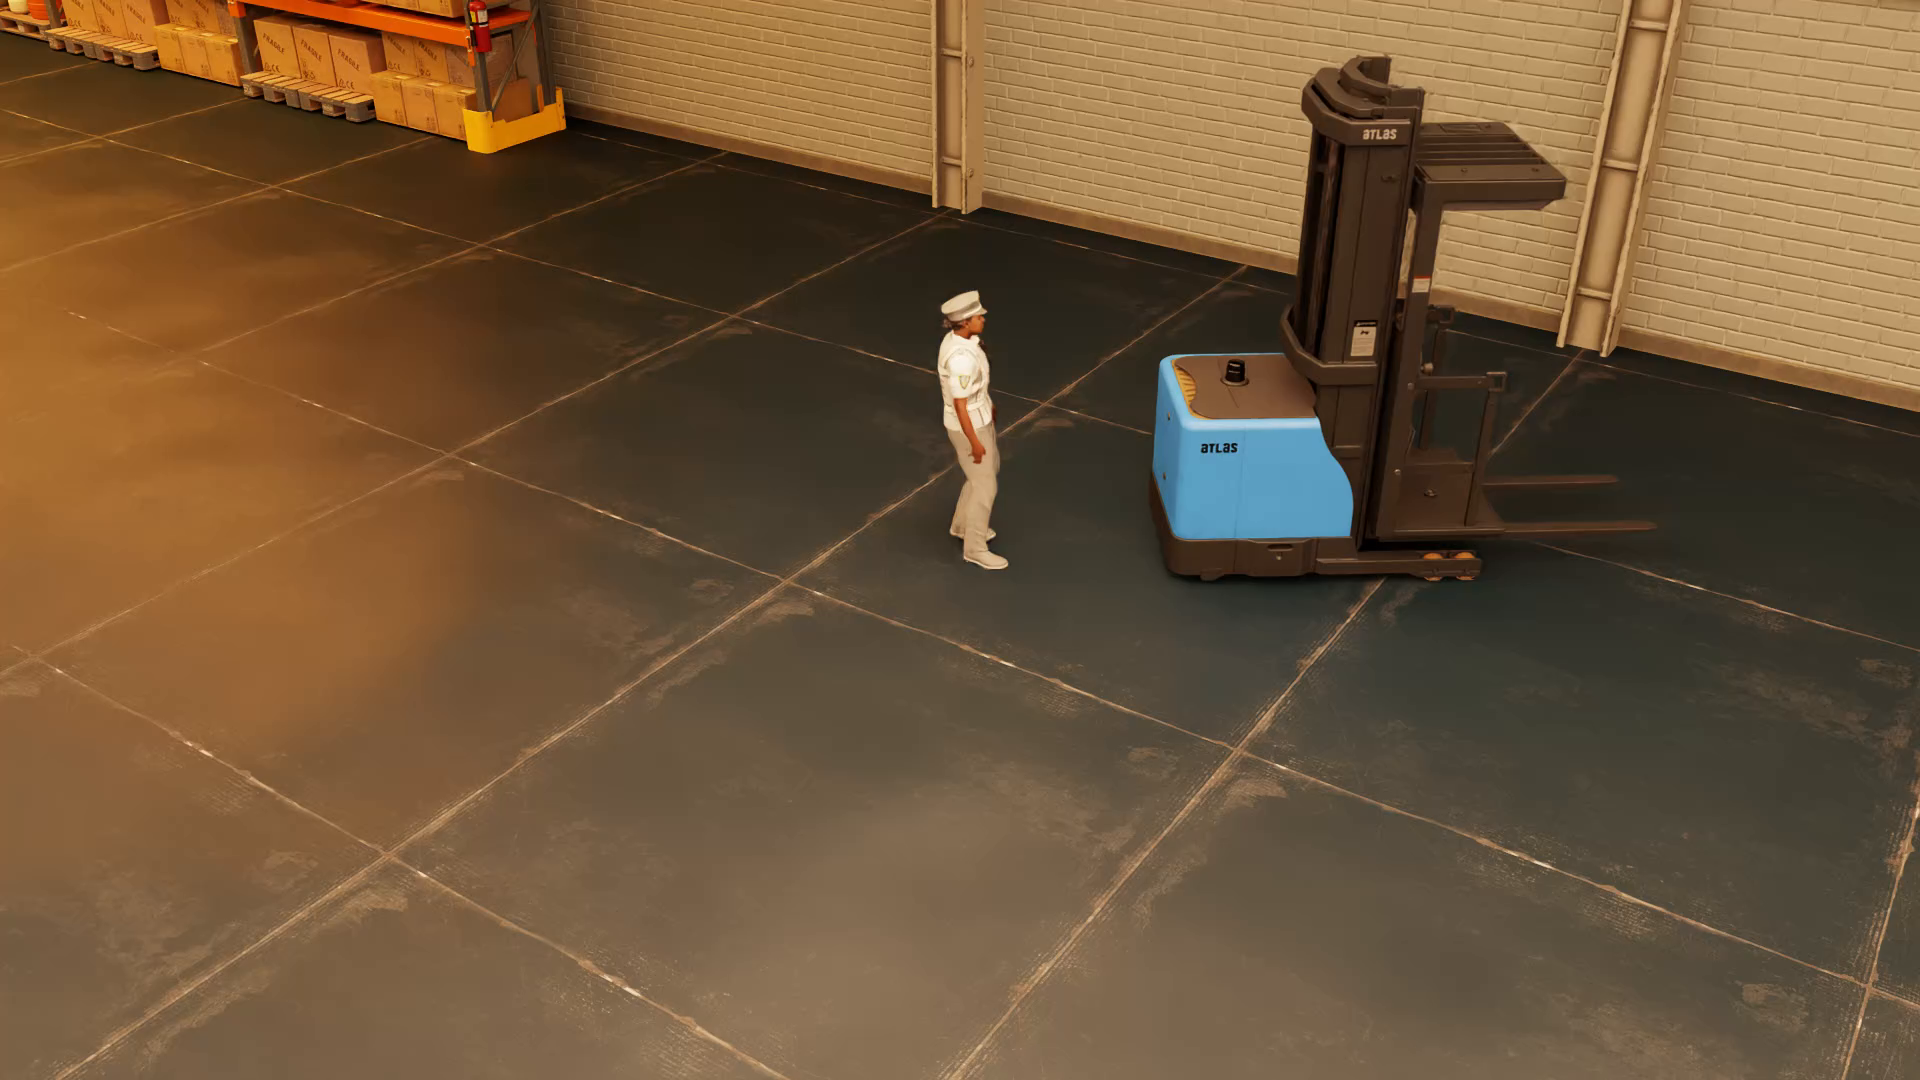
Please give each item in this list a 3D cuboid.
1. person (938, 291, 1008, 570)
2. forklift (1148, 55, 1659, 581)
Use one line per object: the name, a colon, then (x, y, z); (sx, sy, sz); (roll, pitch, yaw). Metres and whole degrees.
person: (0.087, -0.693, 10.063); (0.438, 1.670, 0.662); (1, 30, 2)
forklift: (2.756, -1.285, 9.795); (3.031, 2.935, 1.130); (-1, 30, -2)
